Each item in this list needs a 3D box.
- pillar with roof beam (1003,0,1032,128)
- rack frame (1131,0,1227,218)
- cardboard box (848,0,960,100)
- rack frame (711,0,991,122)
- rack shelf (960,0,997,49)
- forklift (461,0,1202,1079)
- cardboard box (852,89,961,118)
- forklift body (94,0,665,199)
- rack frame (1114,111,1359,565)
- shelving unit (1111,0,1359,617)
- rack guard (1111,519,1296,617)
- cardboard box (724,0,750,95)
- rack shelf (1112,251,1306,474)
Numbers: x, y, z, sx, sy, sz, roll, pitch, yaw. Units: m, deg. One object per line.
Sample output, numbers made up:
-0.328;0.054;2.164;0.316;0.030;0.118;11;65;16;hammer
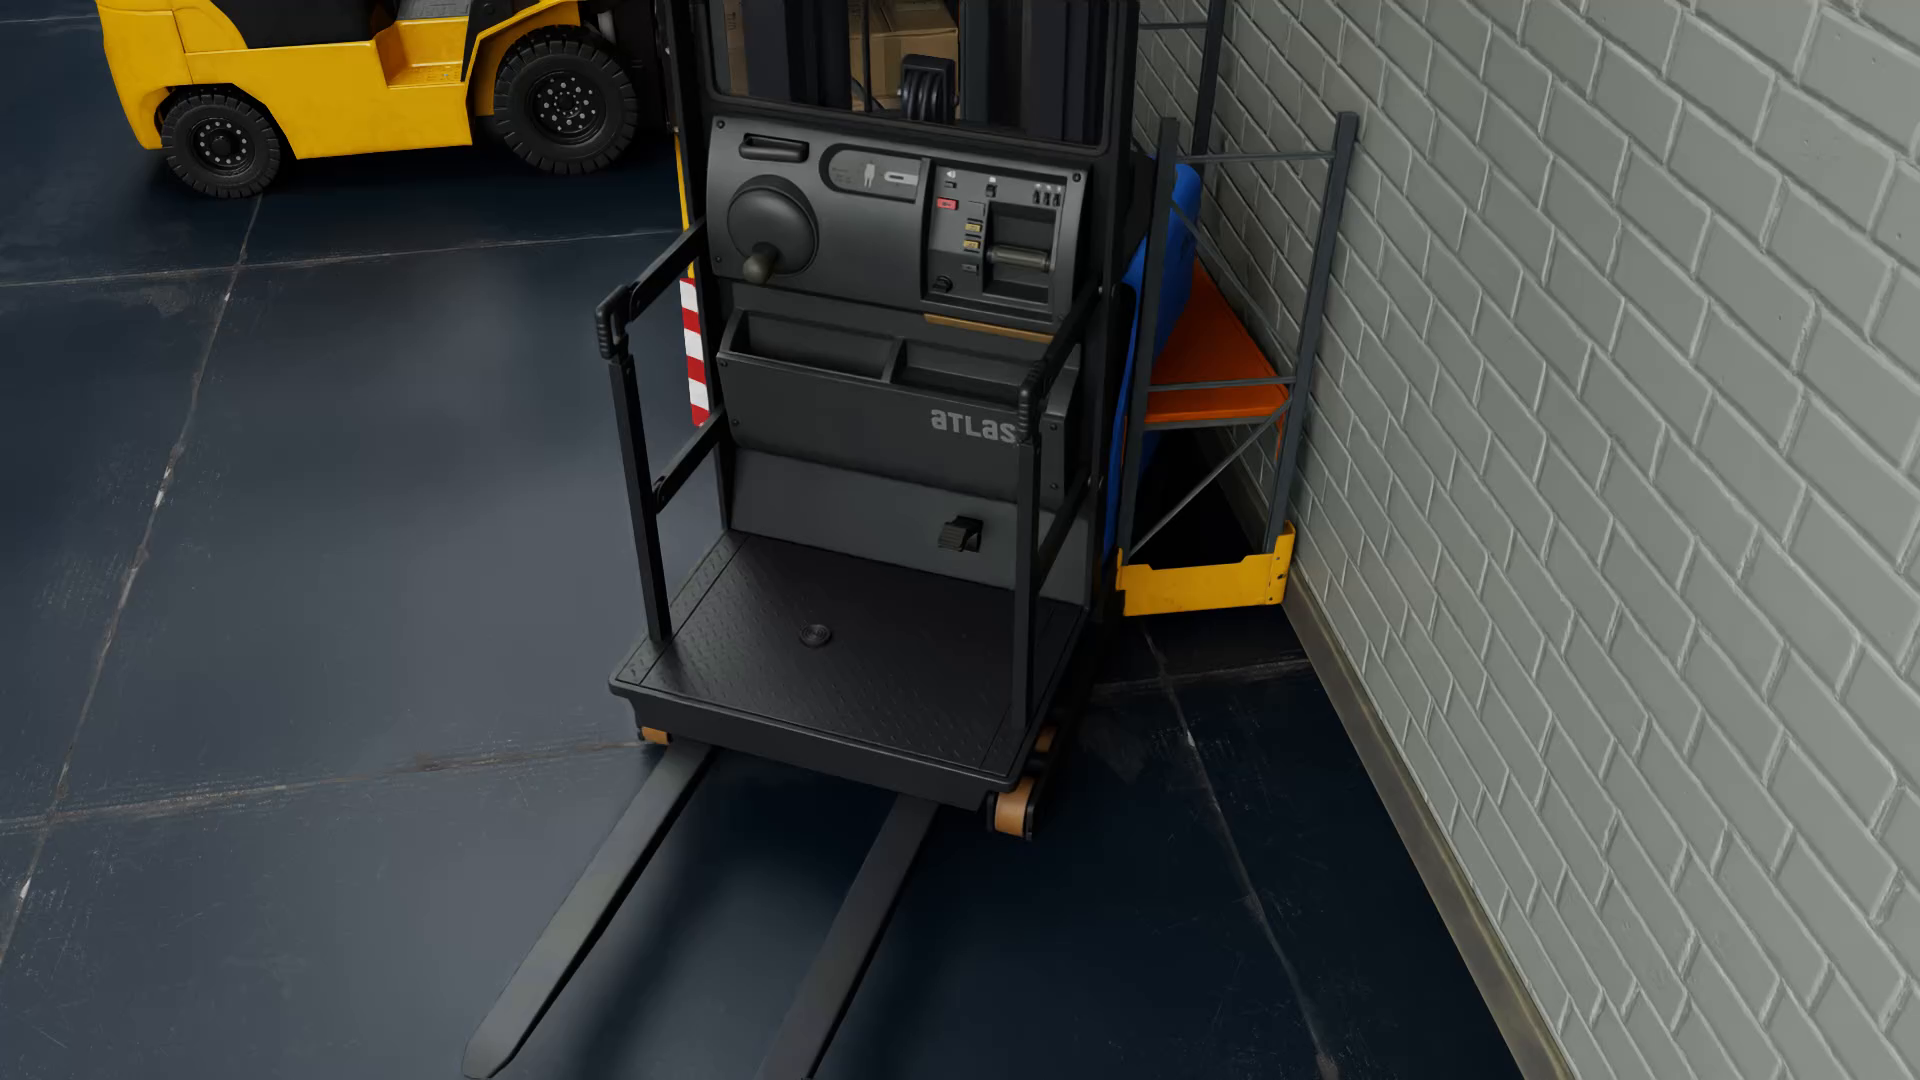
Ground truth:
-3.868;-4.542;3.762;9.100;9.000;0.400;-6;38;-8;pillar with roof beam
0.514;-0.994;5.301;0.500;1.500;0.032;-4;35;-10;rack frame
-0.293;-1.904;6.340;0.500;0.250;0.500;-7;38;-9;cardboard box
-0.395;-2.119;5.532;1.000;3.000;0.127;-6;38;-8;rack frame
-0.746;-3.043;7.308;1.077;0.370;4.000;-6;38;-8;rack shelf
-0.230;-0.682;3.739;1.130;2.935;3.031;12;39;15;forklift
-0.273;-1.702;6.488;0.500;0.250;0.500;-6;38;-7;cardboard box
-2.524;-2.733;7.014;2.313;2.155;1.214;-6;38;-8;forklift body
0.704;-0.418;4.486;0.500;1.500;0.032;-4;35;-10;rack frame
0.607;-0.711;4.901;0.587;1.500;1.083;-4;35;-10;shelving unit
0.676;0.084;4.858;0.587;0.250;0.087;-4;35;-10;rack guard
-0.783;-1.838;6.255;0.500;0.250;0.500;-5;38;-6;cardboard box
0.602;-0.559;4.996;0.538;0.185;1.000;-4;35;-10;rack shelf
